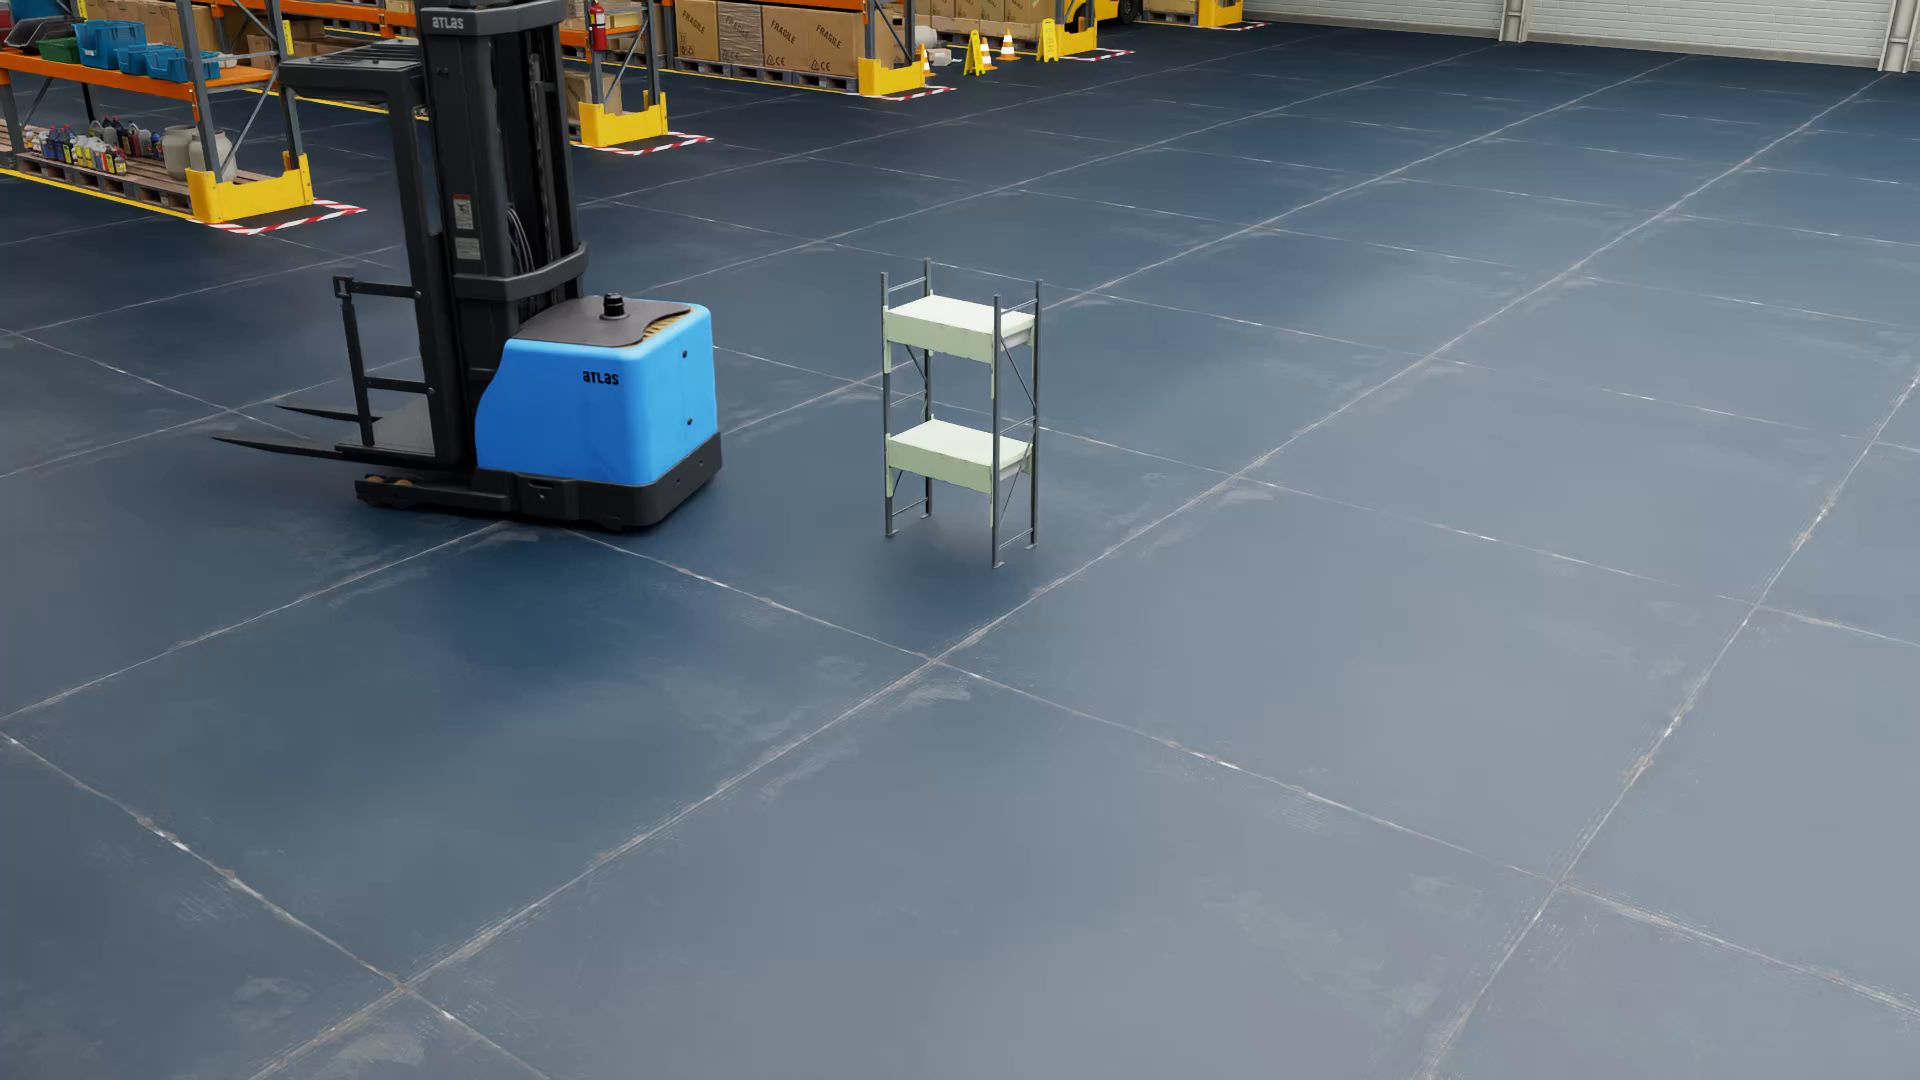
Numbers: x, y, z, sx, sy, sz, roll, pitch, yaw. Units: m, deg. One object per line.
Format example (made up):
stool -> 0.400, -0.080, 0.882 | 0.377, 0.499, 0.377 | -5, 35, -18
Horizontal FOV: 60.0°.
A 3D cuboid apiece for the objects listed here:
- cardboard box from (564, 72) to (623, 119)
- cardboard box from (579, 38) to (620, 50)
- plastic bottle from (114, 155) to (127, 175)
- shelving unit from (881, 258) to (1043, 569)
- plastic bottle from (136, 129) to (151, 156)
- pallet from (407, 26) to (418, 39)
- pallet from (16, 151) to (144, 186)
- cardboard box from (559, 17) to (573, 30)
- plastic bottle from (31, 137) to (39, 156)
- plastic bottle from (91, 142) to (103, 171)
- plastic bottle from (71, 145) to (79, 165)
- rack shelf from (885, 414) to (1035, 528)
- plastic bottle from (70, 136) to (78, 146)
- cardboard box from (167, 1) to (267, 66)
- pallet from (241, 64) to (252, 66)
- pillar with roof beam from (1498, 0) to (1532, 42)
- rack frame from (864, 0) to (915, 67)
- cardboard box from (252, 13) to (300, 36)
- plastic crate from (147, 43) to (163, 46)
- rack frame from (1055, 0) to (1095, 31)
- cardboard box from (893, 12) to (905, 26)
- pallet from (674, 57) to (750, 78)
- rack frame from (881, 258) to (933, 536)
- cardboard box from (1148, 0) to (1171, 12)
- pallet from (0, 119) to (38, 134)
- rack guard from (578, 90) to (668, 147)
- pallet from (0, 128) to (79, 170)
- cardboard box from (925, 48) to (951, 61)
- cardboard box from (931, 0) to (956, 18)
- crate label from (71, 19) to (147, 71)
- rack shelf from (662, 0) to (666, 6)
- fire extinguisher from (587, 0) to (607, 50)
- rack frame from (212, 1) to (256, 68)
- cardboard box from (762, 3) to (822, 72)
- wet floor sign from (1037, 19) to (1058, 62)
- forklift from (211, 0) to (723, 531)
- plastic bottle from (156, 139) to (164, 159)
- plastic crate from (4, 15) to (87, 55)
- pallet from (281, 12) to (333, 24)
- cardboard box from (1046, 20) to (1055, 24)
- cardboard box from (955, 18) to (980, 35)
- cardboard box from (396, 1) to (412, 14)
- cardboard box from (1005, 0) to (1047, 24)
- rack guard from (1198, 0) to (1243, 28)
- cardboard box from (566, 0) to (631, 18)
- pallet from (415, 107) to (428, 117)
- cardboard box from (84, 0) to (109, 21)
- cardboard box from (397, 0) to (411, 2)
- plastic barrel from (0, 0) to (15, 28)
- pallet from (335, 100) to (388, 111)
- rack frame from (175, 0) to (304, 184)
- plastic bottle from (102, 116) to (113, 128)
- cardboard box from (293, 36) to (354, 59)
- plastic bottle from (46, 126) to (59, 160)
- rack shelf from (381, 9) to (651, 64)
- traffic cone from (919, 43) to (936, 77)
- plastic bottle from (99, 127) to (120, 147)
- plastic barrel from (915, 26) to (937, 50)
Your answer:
cardboard box -> -4.539, -5.490, 20.570 | 0.500, 0.500, 0.500 | -20, 31, -38
cardboard box -> -5.514, -8.347, 26.743 | 0.750, 0.750, 1.050 | 17, 29, 33
plastic bottle -> -8.752, -3.911, 17.331 | 0.097, 0.201, 0.097 | 0, 24, 0
shelving unit -> 0.005, -0.685, 8.944 | 0.755, 1.500, 0.431 | 17, 29, 33
plastic bottle -> -8.992, -4.382, 18.307 | 0.135, 0.276, 0.152 | 17, 29, 34
pallet -> -8.991, -9.004, 29.425 | 1.213, 0.211, 1.003 | 17, 29, 33
pallet -> -9.708, -4.203, 18.527 | 1.213, 0.211, 1.003 | 17, 29, 33
cardboard box -> -4.600, -6.233, 19.989 | 0.250, 0.149, 0.380 | 17, 29, 33
plastic bottle -> -10.147, -4.332, 18.288 | 0.097, 0.201, 0.097 | 0, 24, 0
plastic bottle -> -9.048, -4.048, 17.550 | 0.135, 0.276, 0.152 | 16, 28, 32
plastic bottle -> -9.460, -4.125, 17.816 | 0.097, 0.201, 0.097 | 0, 24, 0
rack shelf -> 0.005, -0.386, 9.075 | 0.720, 0.370, 0.431 | 17, 29, 33
plastic bottle -> -9.532, -4.209, 17.921 | 0.097, 0.271, 0.097 | 0, 24, 0
cardboard box -> -10.990, -7.613, 24.924 | 0.875, 0.875, 1.225 | 15, 28, 31
pallet -> -11.036, -7.159, 25.236 | 1.213, 0.211, 1.003 | 17, 29, 33
pillar with roof beam -> 7.071, -11.450, 24.076 | 0.400, 9.000, 9.100 | 17, 29, 33
rack frame -> -0.993, -7.861, 23.372 | 0.127, 3.000, 1.000 | 17, 29, 33
cardboard box -> -9.896, -7.468, 24.104 | 0.500, 0.250, 0.500 | 18, 30, 35
plastic crate -> -8.769, -5.223, 17.711 | 0.437, 0.136, 0.530 | 17, 29, 33
rack frame -> 1.895, -9.483, 27.052 | 0.127, 3.000, 1.000 | 17, 29, 33
cardboard box -> -0.996, -9.154, 29.196 | 0.500, 0.250, 0.500 | 15, 28, 31
pallet -> -3.633, -7.343, 25.655 | 1.213, 0.211, 1.003 | 17, 29, 33
rack frame -> -0.288, -0.773, 9.145 | 0.023, 1.500, 0.400 | 17, 29, 33
cardboard box -> 3.911, -10.154, 31.465 | 0.500, 0.250, 0.500 | 17, 29, 33
pallet -> -11.852, -4.851, 19.998 | 1.213, 0.211, 1.003 | 17, 29, 33
rack guard -> -4.110, -5.160, 20.341 | 0.348, 0.500, 1.175 | 17, 29, 33
pallet -> -10.872, -4.556, 19.329 | 1.213, 0.211, 1.003 | 17, 29, 33
cardboard box -> -0.365, -7.843, 26.867 | 0.380, 0.149, 0.250 | -10, 26, -21
cardboard box -> -0.147, -9.246, 28.473 | 0.500, 0.500, 0.500 | 19, 30, 36
crate label -> -8.654, -5.061, 16.973 | 0.616, 0.435, 0.502 | 17, 29, 33
rack shelf -> -5.794, -8.983, 26.810 | 4.000, 0.370, 1.077 | 17, 29, 33
fire extinguisher -> -4.234, -6.074, 19.411 | 0.183, 0.674, 0.296 | 17, 29, 33
rack frame -> -10.450, -8.220, 24.186 | 0.127, 3.000, 1.000 | 17, 29, 33
cardboard box -> -2.281, -7.436, 24.521 | 0.875, 0.875, 0.875 | 16, 29, 32
wet floor sign -> 1.405, -8.014, 26.639 | 0.267, 0.644, 0.232 | -15, 28, -30
forklift -> -3.014, -1.718, 9.513 | 3.031, 2.935, 1.130 | 7, 25, 15
plastic bottle -> -8.717, -4.278, 18.165 | 0.097, 0.201, 0.097 | 0, 24, 0
plastic crate -> -9.878, -5.459, 17.996 | 0.504, 0.338, 0.767 | 17, 29, 33
pallet -> -12.135, -9.933, 31.532 | 1.213, 0.211, 1.003 | 17, 29, 33
cardboard box -> 1.415, -8.701, 28.167 | 0.500, 0.250, 0.500 | 17, 29, 33
cardboard box -> 0.255, -8.778, 28.342 | 0.500, 0.250, 0.500 | 16, 28, 31
cardboard box -> -7.066, -6.924, 21.556 | 0.250, 0.149, 0.380 | 17, 29, 33
cardboard box -> 1.097, -8.869, 27.619 | 0.500, 0.500, 0.500 | 17, 29, 34
rack guard -> 4.888, -9.935, 31.180 | 0.348, 0.500, 1.175 | 17, 29, 33
cardboard box -> -4.473, -6.609, 20.037 | 0.500, 0.500, 0.875 | 17, 29, 33
pallet -> -6.691, -5.826, 22.210 | 1.213, 0.211, 1.003 | 17, 29, 33
cardboard box -> -13.127, -8.259, 26.388 | 0.875, 0.875, 1.225 | 17, 29, 33
cardboard box -> -6.927, -7.306, 21.618 | 0.500, 0.500, 0.875 | 17, 29, 33
plastic barrel -> -10.854, -6.019, 19.022 | 0.433, 0.535, 0.433 | 0, 24, 0
pallet -> -7.874, -6.164, 22.979 | 1.213, 0.211, 1.003 | 17, 29, 33
rack frame -> -7.019, -4.687, 16.168 | 0.127, 3.000, 1.000 | 17, 29, 33
plastic bottle -> -9.532, -4.581, 18.667 | 0.185, 0.351, 0.144 | 16, 28, 32
cardboard box -> -8.993, -6.857, 23.647 | 0.500, 0.500, 0.700 | 20, 31, 38
plastic bottle -> -9.823, -4.315, 18.062 | 0.185, 0.351, 0.144 | 18, 29, 35
rack shelf -> -5.649, -6.440, 21.038 | 4.000, 0.370, 1.077 | 17, 29, 33
traffic cone -> -0.567, -7.287, 25.215 | 0.334, 0.463, 0.336 | 17, 29, 33
plastic bottle -> -9.447, -4.447, 18.454 | 0.135, 0.276, 0.152 | 17, 29, 33
plastic barrel -> -0.666, -8.315, 27.597 | 0.512, 0.421, 0.421 | -5, 24, -12
